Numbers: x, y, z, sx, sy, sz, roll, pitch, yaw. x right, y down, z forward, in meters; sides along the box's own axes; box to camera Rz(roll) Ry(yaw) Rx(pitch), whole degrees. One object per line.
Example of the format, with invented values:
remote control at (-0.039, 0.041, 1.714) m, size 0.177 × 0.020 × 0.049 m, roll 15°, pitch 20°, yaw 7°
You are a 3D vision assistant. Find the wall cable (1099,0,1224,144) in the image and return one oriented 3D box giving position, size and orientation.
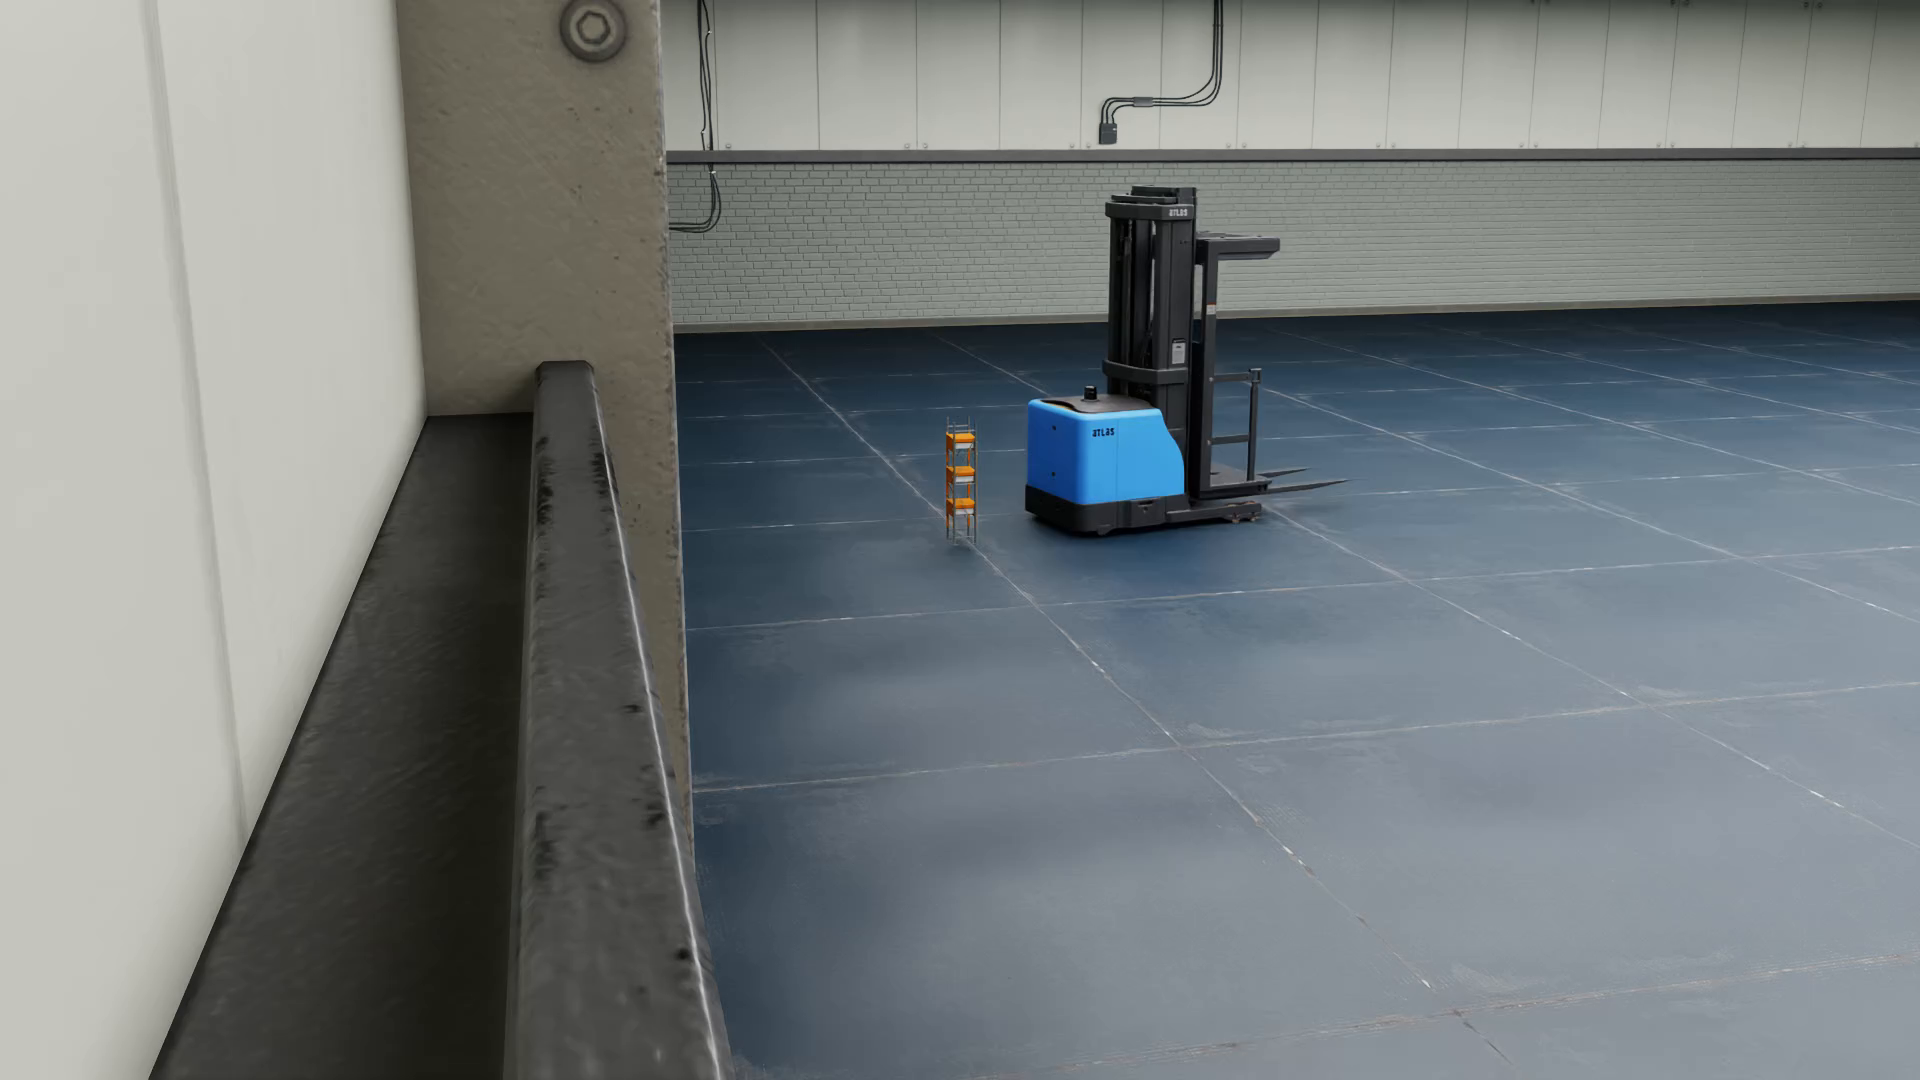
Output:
wall cable at (3.635, -10.093, 29.391) m, size 2.305 × 6.003 × 0.169 m, roll -3°, pitch 14°, yaw -13°

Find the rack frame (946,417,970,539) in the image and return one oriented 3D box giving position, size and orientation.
rack frame at (-0.016, -0.526, 14.145) m, size 0.200 × 1.050 × 0.008 m, roll -3°, pitch 14°, yaw -13°

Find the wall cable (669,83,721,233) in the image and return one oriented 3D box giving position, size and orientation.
wall cable at (-5.597, -6.407, 28.013) m, size 3.097 × 2.526 × 0.112 m, roll -3°, pitch 14°, yaw -13°

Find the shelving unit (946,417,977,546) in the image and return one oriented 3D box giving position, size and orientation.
shelving unit at (0.013, -0.498, 14.030) m, size 0.215 × 1.050 × 0.252 m, roll -3°, pitch 14°, yaw -13°

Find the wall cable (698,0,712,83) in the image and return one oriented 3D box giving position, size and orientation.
wall cable at (-2.967, -9.012, 28.030) m, size 3.097 × 2.526 × 0.112 m, roll -3°, pitch 14°, yaw -13°

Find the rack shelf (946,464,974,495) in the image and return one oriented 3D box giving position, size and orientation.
rack shelf at (0.013, -0.487, 14.032) m, size 0.215 × 0.259 × 0.240 m, roll -3°, pitch 14°, yaw -13°

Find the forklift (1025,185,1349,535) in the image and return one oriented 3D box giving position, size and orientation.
forklift at (2.143, -1.683, 14.918) m, size 3.031 × 2.935 × 1.130 m, roll -7°, pitch 15°, yaw -25°

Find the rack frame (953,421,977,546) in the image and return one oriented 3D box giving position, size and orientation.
rack frame at (0.041, -0.470, 13.914) m, size 0.200 × 1.050 × 0.008 m, roll -3°, pitch 14°, yaw -13°

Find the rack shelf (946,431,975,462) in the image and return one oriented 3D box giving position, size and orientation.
rack shelf at (0.013, -0.763, 13.965) m, size 0.215 × 0.259 × 0.240 m, roll -3°, pitch 14°, yaw -13°

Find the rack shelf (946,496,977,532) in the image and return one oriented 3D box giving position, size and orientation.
rack shelf at (0.013, -0.217, 14.098) m, size 0.215 × 0.259 × 0.240 m, roll -3°, pitch 14°, yaw -13°
